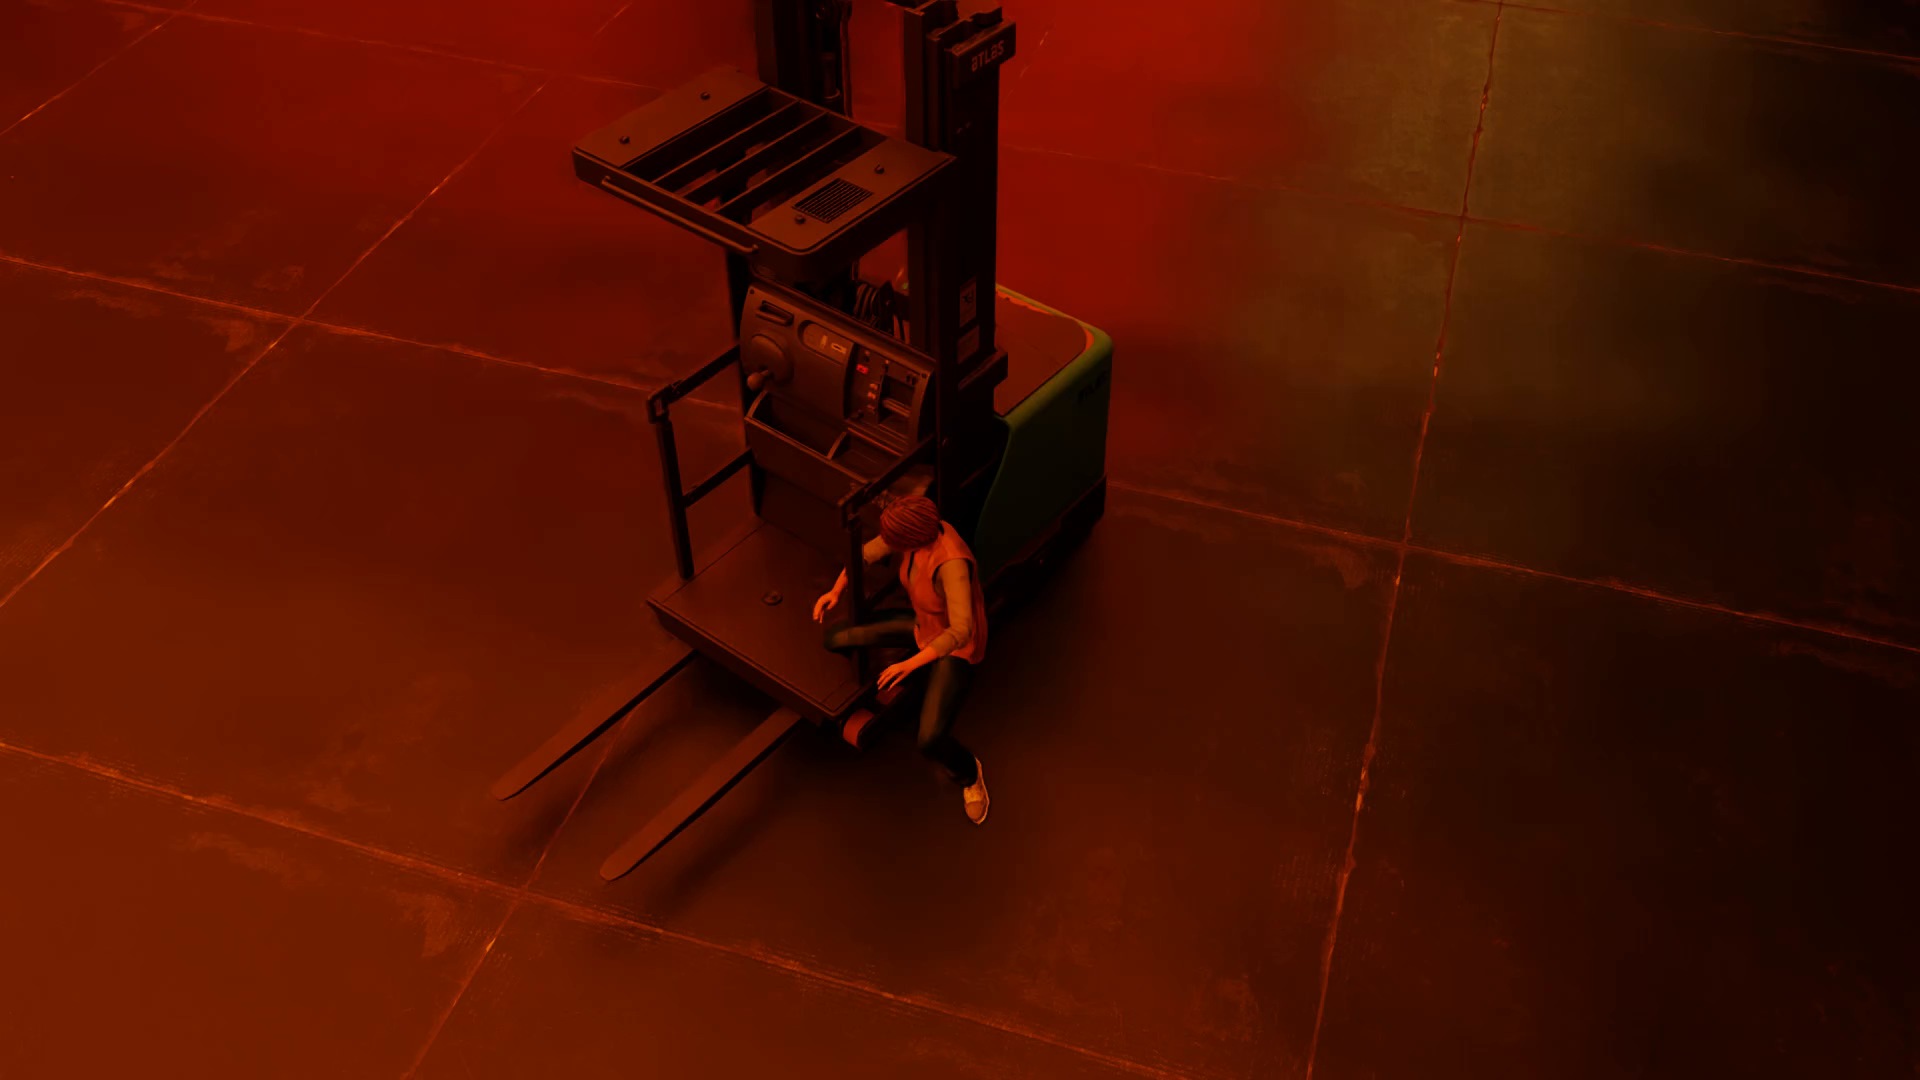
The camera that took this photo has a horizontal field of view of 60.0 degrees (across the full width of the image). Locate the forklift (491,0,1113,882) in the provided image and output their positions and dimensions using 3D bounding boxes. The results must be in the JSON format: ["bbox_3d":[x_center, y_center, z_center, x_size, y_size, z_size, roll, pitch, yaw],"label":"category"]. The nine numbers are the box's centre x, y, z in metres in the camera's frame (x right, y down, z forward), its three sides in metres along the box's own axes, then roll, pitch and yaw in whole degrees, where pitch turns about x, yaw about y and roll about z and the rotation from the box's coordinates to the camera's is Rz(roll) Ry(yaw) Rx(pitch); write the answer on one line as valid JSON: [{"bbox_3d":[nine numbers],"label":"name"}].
[{"bbox_3d":[-0.623,-0.594,6.327,1.130,2.935,3.031,28,50,27],"label":"forklift"}]

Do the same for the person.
[{"bbox_3d":[-0.206,0.225,6.154,0.625,0.821,0.744,-20,46,-20],"label":"person"}]
